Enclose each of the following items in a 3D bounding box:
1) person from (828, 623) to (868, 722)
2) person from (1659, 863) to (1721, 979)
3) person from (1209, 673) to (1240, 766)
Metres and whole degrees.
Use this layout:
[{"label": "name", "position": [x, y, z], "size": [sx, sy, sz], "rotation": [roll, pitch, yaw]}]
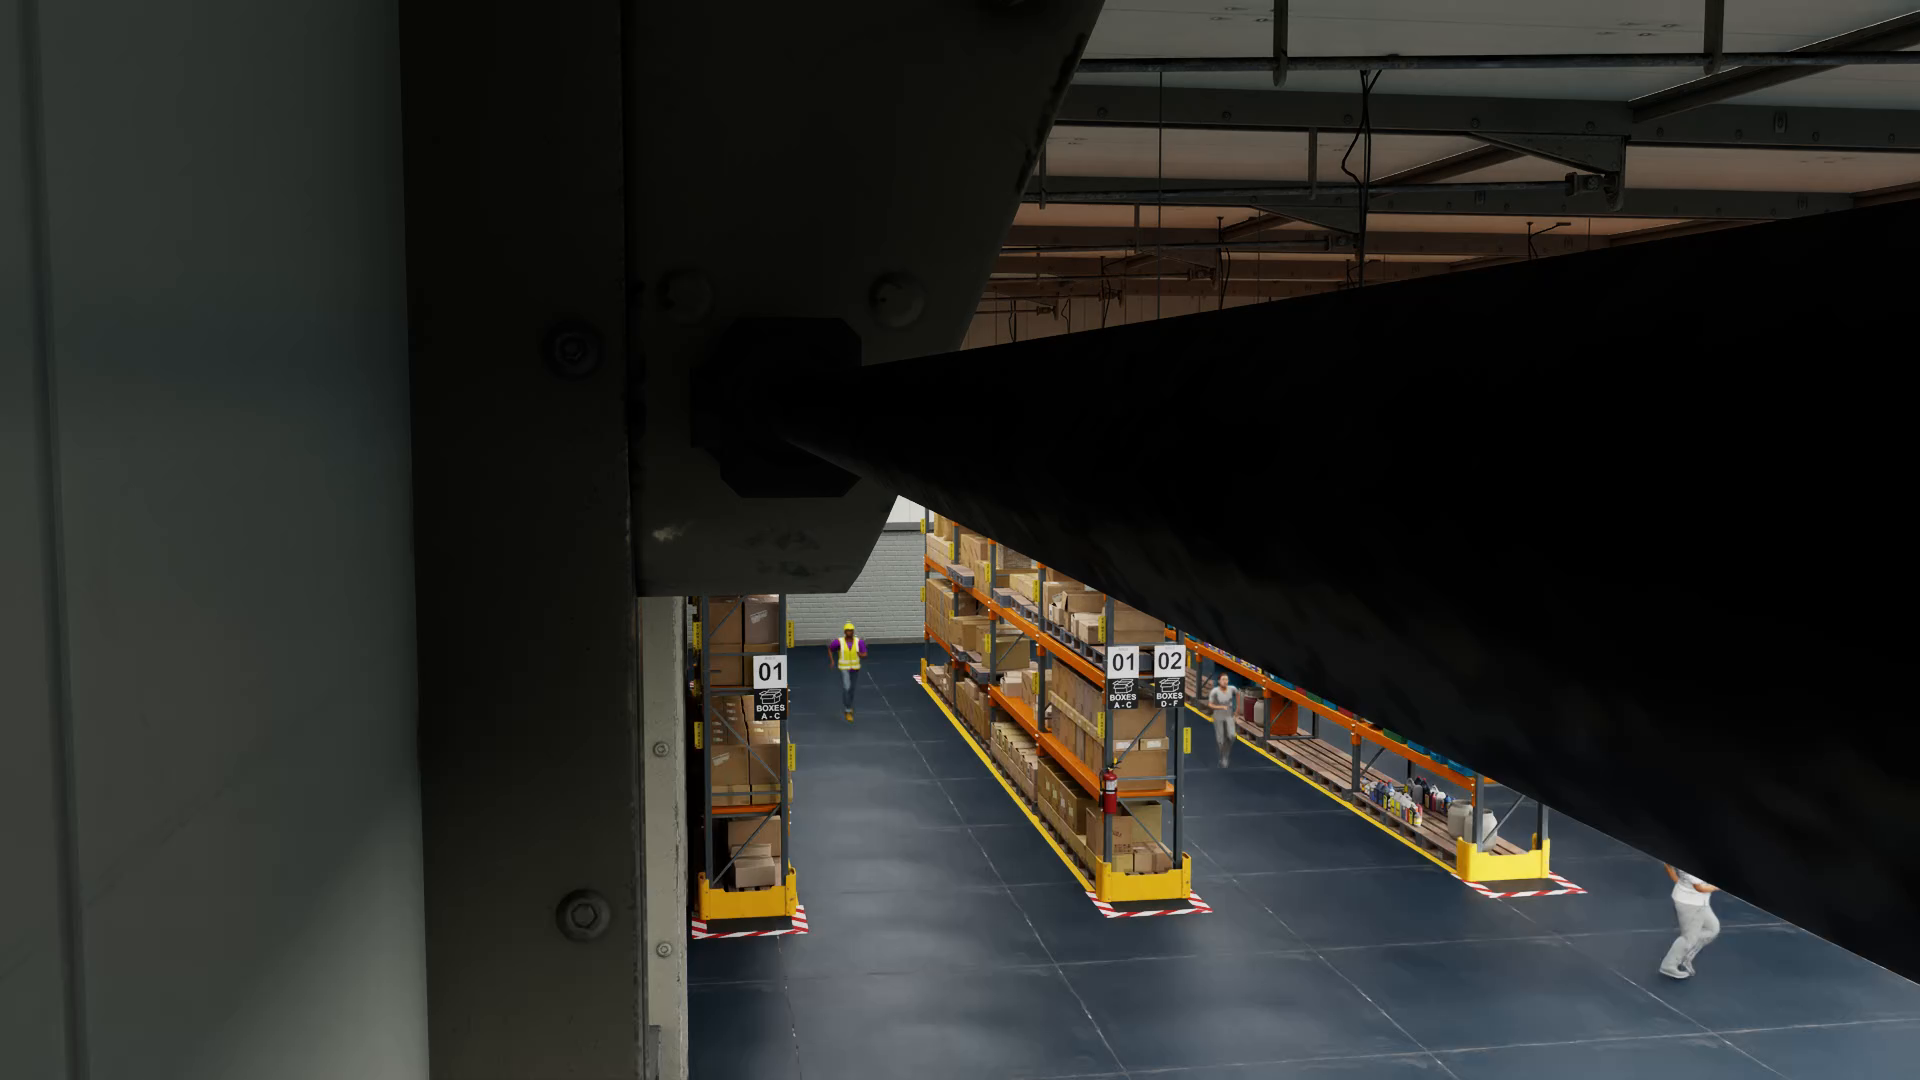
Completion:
[{"label": "person", "position": [-2.089, 2.465, 31.362], "size": [0.680, 1.803, 0.868], "rotation": [-2, 5, -19]}, {"label": "person", "position": [7.920, 3.926, 17.938], "size": [0.632, 1.648, 0.579], "rotation": [2, 5, 17]}, {"label": "person", "position": [4.470, 3.025, 28.069], "size": [0.596, 1.619, 0.758], "rotation": [0, 5, -5]}]
